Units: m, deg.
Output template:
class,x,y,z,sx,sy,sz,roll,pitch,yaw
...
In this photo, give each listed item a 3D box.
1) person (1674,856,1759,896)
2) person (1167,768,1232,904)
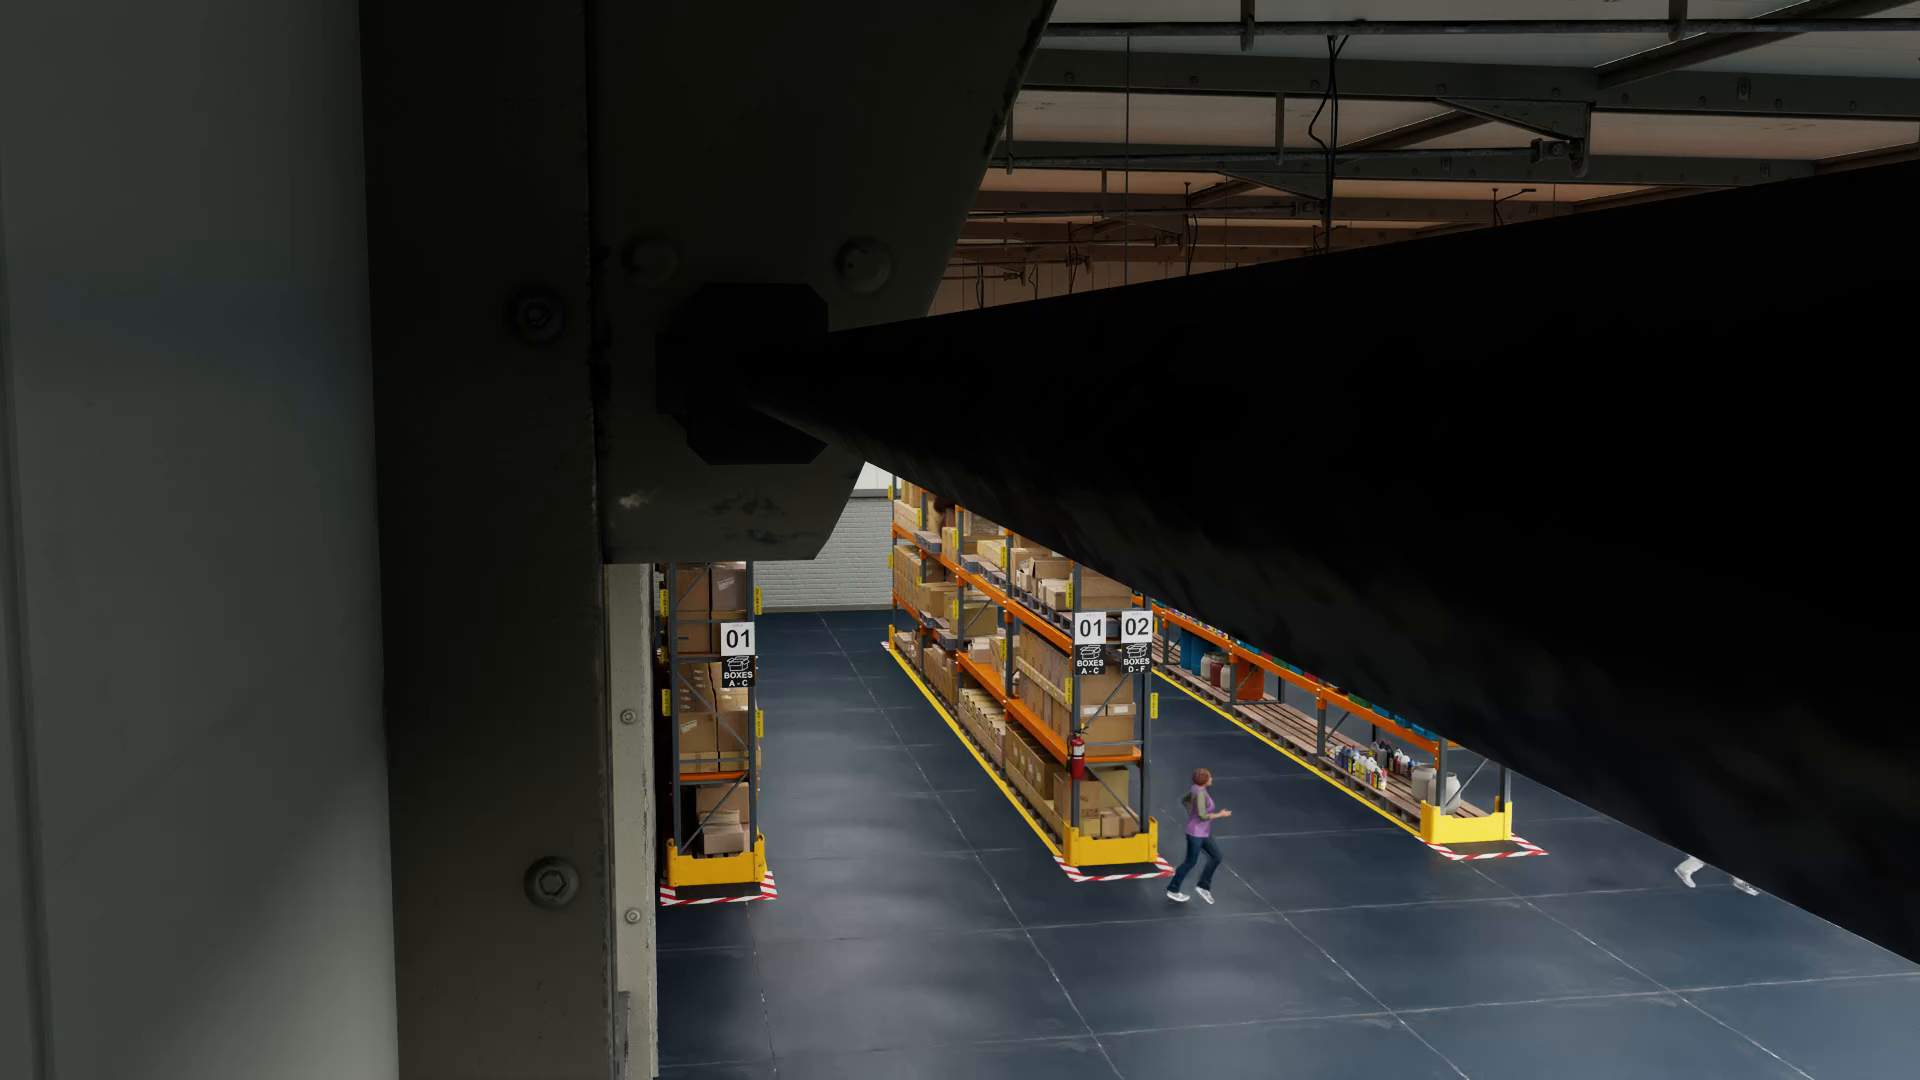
class,x,y,z,sx,sy,sz,roll,pitch,yaw
person,9.023,3.375,19.765,0.939,1.695,0.614,3,7,22
person,2.802,3.448,19.371,0.733,1.622,0.535,2,6,16
